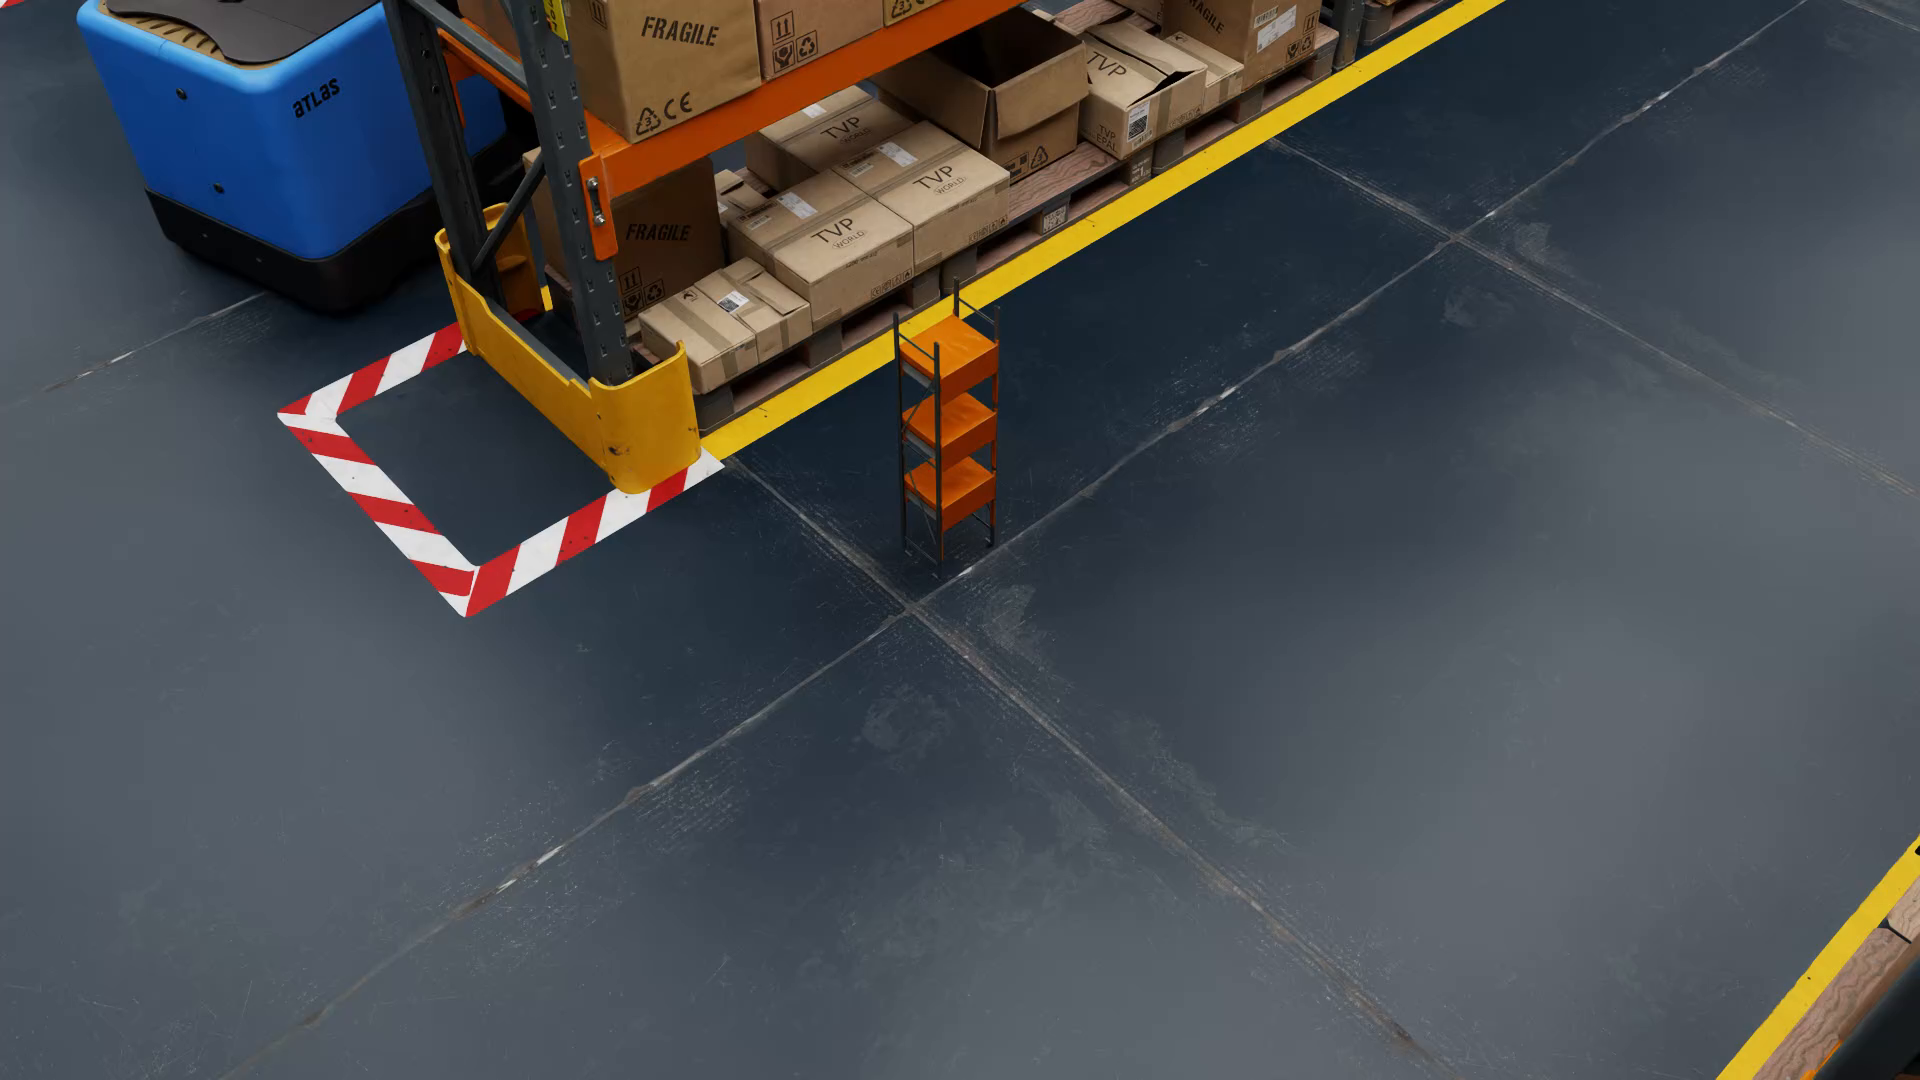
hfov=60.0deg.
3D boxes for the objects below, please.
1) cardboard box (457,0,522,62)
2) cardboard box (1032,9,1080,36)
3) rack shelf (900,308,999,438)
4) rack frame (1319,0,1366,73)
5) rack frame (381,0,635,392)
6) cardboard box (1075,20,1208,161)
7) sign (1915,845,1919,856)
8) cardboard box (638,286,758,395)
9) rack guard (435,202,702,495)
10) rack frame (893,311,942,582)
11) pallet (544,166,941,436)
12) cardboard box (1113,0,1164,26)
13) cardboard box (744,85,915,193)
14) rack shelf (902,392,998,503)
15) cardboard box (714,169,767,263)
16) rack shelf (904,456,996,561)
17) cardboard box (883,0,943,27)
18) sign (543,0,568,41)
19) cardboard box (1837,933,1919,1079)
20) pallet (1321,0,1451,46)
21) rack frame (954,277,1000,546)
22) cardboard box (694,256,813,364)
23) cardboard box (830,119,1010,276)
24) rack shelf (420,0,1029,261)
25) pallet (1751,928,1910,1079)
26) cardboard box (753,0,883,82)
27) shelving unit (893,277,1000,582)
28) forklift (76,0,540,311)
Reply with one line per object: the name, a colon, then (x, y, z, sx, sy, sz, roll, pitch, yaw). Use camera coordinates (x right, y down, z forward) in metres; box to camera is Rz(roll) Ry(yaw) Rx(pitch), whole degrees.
cardboard box: (-1.340, -1.927, 5.419, 0.500, 0.500, 0.500, -32, 55, -26)
cardboard box: (0.382, -2.167, 7.337, 0.250, 0.166, 0.380, -34, 56, -27)
rack shelf: (-0.040, -0.515, 5.139, 0.240, 0.259, 0.215, -34, 56, -27)
rack frame: (1.471, -3.501, 6.940, 0.127, 3.000, 1.000, -34, 56, -27)
rack frame: (-1.488, -1.524, 5.115, 0.127, 3.000, 1.000, -34, 56, -27)
cardboard box: (0.686, -1.932, 7.022, 0.500, 0.311, 0.500, -34, 56, -27)
sign: (1.492, 0.393, 2.397, 0.005, 0.325, 0.100, -34, 56, -27)
cardboard box: (-0.947, -0.726, 6.020, 0.250, 0.149, 0.380, -34, 56, -27)
rack guard: (-1.432, -0.714, 6.068, 0.348, 0.500, 1.175, -34, 56, -27)
rack frame: (-0.130, -0.269, 5.284, 0.008, 1.050, 0.200, -34, 56, -27)
pallet: (-0.843, -1.010, 6.539, 1.213, 0.211, 1.003, -34, 56, -27)
cardboard box: (1.015, -2.649, 7.683, 0.500, 0.311, 0.500, -34, 56, -27)
cardboard box: (-0.528, -1.597, 6.754, 0.500, 0.250, 0.500, -34, 56, -27)
rack shelf: (-0.040, -0.322, 5.348, 0.240, 0.259, 0.215, -34, 56, -27)
cardboard box: (-0.891, -1.266, 6.506, 0.250, 0.166, 0.380, -34, 56, -27)
rack shelf: (-0.040, -0.134, 5.552, 0.240, 0.259, 0.215, -34, 56, -27)
cardboard box: (-0.231, -2.138, 5.614, 0.500, 0.500, 0.500, -34, 56, -27)
sign: (-1.123, -1.522, 4.525, 0.005, 0.325, 0.100, -34, 56, -27)
cardboard box: (2.218, 0.809, 2.759, 0.700, 0.700, 0.980, -31, 55, -26)
pallet: (2.048, -2.979, 8.355, 1.213, 0.211, 1.003, -34, 56, -27)
rack frame: (0.051, -0.390, 5.395, 0.008, 1.050, 0.200, -34, 56, -27)
cardboard box: (-0.762, -0.856, 6.127, 0.250, 0.166, 0.380, -34, 56, -27)
cardboard box: (-0.155, -1.350, 6.526, 0.500, 0.250, 0.500, -34, 56, -27)
rack shelf: (-0.008, -2.269, 6.292, 4.000, 0.370, 1.077, -34, 56, -27)
pallet: (2.386, 1.676, 4.060, 1.213, 0.211, 1.003, -34, 56, -27)
cardboard box: (-0.604, -1.892, 5.386, 0.500, 0.500, 0.500, -34, 56, -27)
shelving unit: (-0.040, -0.330, 5.340, 0.252, 1.050, 0.215, -34, 56, -27)
forklift: (-2.075, -2.958, 6.485, 1.130, 2.935, 3.031, 24, 52, 21)
